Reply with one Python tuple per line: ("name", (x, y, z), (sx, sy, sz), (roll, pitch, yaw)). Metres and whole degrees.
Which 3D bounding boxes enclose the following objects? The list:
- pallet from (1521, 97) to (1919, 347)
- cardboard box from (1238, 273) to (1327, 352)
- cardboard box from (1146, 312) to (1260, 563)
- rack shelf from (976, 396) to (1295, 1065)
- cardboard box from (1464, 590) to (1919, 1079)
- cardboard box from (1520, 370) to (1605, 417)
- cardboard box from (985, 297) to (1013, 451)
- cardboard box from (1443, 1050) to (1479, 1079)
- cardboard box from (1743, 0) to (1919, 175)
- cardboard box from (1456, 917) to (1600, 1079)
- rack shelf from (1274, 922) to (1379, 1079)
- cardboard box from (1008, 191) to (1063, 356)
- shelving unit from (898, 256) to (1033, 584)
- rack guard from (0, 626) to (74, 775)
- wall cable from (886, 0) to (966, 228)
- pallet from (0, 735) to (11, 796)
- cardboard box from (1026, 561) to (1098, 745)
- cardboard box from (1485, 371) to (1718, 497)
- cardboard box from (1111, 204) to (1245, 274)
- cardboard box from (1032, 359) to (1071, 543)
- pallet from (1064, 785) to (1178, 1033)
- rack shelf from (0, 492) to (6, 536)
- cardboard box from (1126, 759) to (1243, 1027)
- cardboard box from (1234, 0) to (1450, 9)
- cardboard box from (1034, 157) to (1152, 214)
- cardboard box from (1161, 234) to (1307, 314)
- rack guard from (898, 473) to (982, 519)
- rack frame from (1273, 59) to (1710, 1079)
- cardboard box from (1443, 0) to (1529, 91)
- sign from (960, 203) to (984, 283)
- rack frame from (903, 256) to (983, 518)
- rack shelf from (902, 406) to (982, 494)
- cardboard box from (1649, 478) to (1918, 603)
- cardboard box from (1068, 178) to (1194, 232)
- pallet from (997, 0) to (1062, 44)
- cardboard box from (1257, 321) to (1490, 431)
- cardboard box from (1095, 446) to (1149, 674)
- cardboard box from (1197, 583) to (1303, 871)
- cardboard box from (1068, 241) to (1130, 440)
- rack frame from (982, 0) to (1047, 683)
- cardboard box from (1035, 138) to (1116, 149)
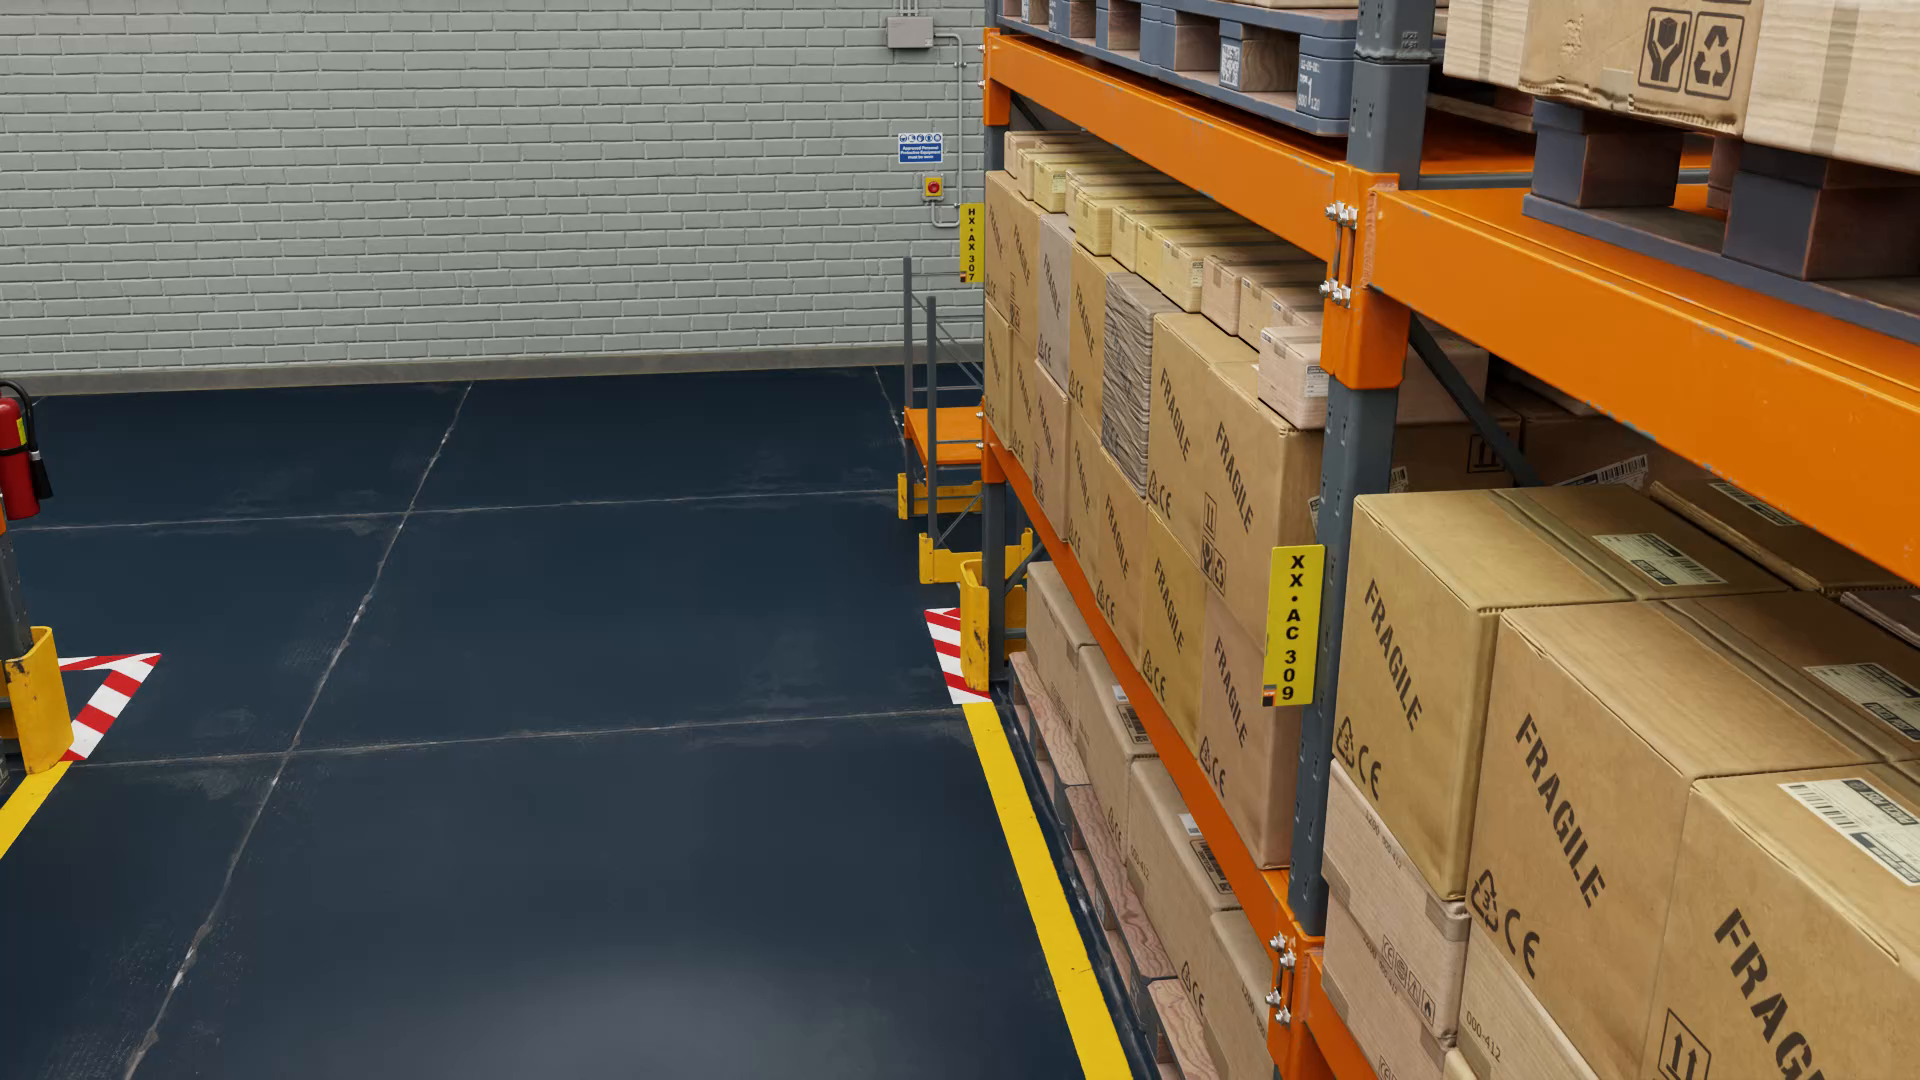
("pallet", (1.358, -0.422, 2.046), (0.805, 0.209, 1.217), (-4, 21, -10))
("cardboard box", (0.860, -0.515, 3.809), (0.380, 0.149, 0.250), (-3, 21, -8))
("cardboard box", (0.770, -0.262, 4.060), (0.500, 0.500, 0.500), (-3, 21, -9))
("rack shelf", (0.888, 0.223, 5.360), (1.077, 0.370, 4.000), (-3, 21, -8))
("cardboard box", (1.056, 0.405, 2.274), (0.500, 0.500, 0.500), (-3, 21, -8))
("cardboard box", (1.388, -0.363, 3.402), (0.380, 0.149, 0.250), (-3, 21, -9))
("cardboard box", (0.385, -0.673, 6.587), (0.500, 0.500, 0.500), (-3, 21, -8))
("cardboard box", (1.055, 0.993, 2.484), (0.500, 0.250, 0.500), (-3, 21, -9))
("cardboard box", (1.013, -0.458, 1.603), (0.380, 0.166, 0.250), (-4, 21, -11))
("cardboard box", (1.064, 0.760, 2.394), (0.500, 0.250, 0.500), (-3, 21, -7))
("rack shelf", (1.465, 1.608, 1.652), (1.077, 0.370, 4.000), (-3, 21, -8))
("cardboard box", (0.469, -0.963, 5.935), (0.500, 0.500, 0.500), (-3, 21, -9))
("shelving unit", (0.011, -0.676, 8.883), (0.587, 1.500, 1.083), (-3, 21, -8))
("rack guard", (-4.273, 0.675, 6.693), (1.175, 0.500, 0.348), (-3, 21, -8))
("wall cable", (-0.236, -3.248, 12.129), (0.585, 1.953, 0.123), (-3, 21, -8))
("pallet", (-4.191, 1.094, 5.986), (1.003, 0.211, 1.213), (-3, 21, -8))
("cardboard box", (0.794, 0.420, 6.865), (0.875, 0.438, 0.875), (-4, 21, -10))
("cardboard box", (1.348, -0.114, 3.662), (0.500, 0.500, 0.500), (-3, 21, -7))
("cardboard box", (0.645, -0.861, 4.737), (0.380, 0.149, 0.250), (-3, 21, -8))
("cardboard box", (0.541, -0.322, 5.648), (0.500, 0.500, 0.500), (-3, 21, -8))
("pallet", (0.965, 1.194, 5.717), (1.003, 0.211, 1.213), (-3, 21, -8))
("rack shelf", (-3.995, 0.508, 4.598), (1.077, 0.370, 4.000), (-3, 21, -8))
("cardboard box", (1.063, 1.049, 5.182), (0.875, 0.438, 0.875), (-4, 21, -9))
("cardboard box", (0.768, -1.212, 3.337), (0.396, 0.266, 0.258), (-2, 21, -6))
("cardboard box", (0.465, -1.216, 5.685), (0.380, 0.149, 0.250), (-4, 21, -10))
("cardboard box", (0.734, -0.687, 4.268), (0.380, 0.149, 0.250), (-3, 21, -8))
("rack guard", (-0.061, -0.263, 9.563), (0.587, 0.250, 0.087), (-3, 21, -8))
("rack frame", (1.177, 0.578, 3.381), (1.000, 3.000, 0.127), (-3, 21, -8))
("cardboard box", (0.902, -0.770, 2.295), (0.396, 0.266, 0.258), (-3, 21, -8))
("sign", (0.050, -1.223, 6.854), (0.100, 0.325, 0.005), (-3, 21, -8))
("rack frame", (-0.061, -0.849, 9.346), (0.500, 1.500, 0.032), (-3, 21, -8))
("rack shelf", (0.012, -0.505, 8.938), (0.538, 0.185, 1.000), (-3, 21, -8))
("cardboard box", (1.490, 0.205, 2.808), (0.500, 0.500, 0.500), (-2, 21, -6))
("cardboard box", (0.550, -1.039, 5.212), (0.380, 0.149, 0.250), (-3, 21, -7))
("pallet", (0.717, -1.914, 5.893), (1.003, 0.211, 1.213), (-3, 21, -8))
("cardboard box", (0.817, -0.331, 3.317), (0.380, 0.149, 0.250), (-3, 21, -9))
("cardboard box", (0.690, 0.033, 4.699), (0.500, 0.500, 0.500), (-3, 21, -9))
("cardboard box", (0.857, 0.384, 3.758), (0.500, 0.500, 0.500), (-3, 21, -7))
("cardboard box", (0.623, -0.612, 4.996), (0.500, 0.500, 0.500), (-3, 21, -8))
("rack frame", (0.600, -0.807, 7.089), (1.000, 3.000, 0.127), (-3, 21, -8))
("cardboard box", (0.486, -1.402, 6.183), (0.380, 0.149, 0.250), (-2, 21, -6))
